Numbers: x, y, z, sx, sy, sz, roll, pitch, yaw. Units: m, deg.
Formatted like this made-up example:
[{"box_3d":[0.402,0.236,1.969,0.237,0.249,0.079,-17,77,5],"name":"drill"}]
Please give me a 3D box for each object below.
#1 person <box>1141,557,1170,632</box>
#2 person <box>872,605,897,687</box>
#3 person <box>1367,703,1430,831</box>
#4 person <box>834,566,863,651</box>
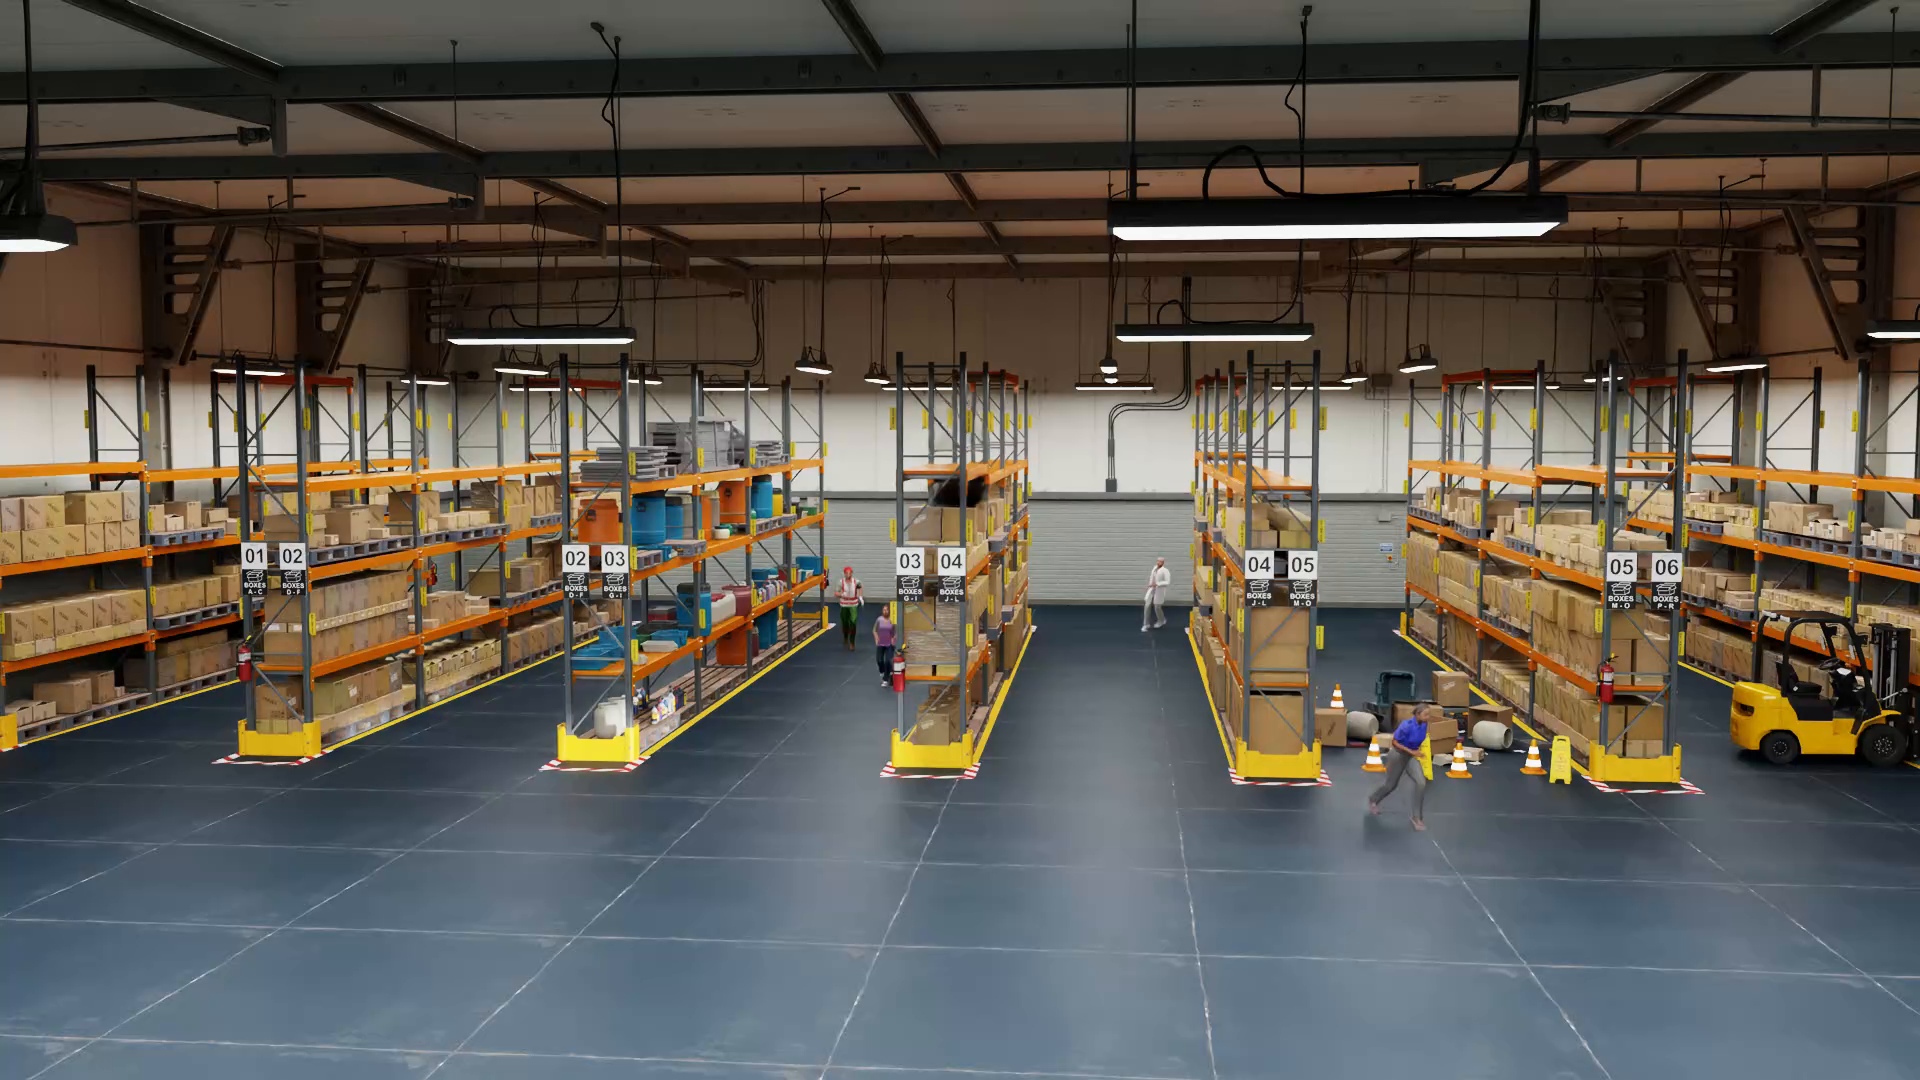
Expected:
[{"box_3d":[4.768,1.296,39.847,0.696,1.799,0.909,4,5,41],"name":"person"},{"box_3d":[-1.405,1.994,31.378,0.516,1.554,0.529,0,4,2],"name":"person"},{"box_3d":[5.478,2.774,20.720,0.618,1.616,0.965,-3,5,-34],"name":"person"},{"box_3d":[-2.452,1.492,36.675,0.647,1.840,0.886,0,4,-4],"name":"person"}]
